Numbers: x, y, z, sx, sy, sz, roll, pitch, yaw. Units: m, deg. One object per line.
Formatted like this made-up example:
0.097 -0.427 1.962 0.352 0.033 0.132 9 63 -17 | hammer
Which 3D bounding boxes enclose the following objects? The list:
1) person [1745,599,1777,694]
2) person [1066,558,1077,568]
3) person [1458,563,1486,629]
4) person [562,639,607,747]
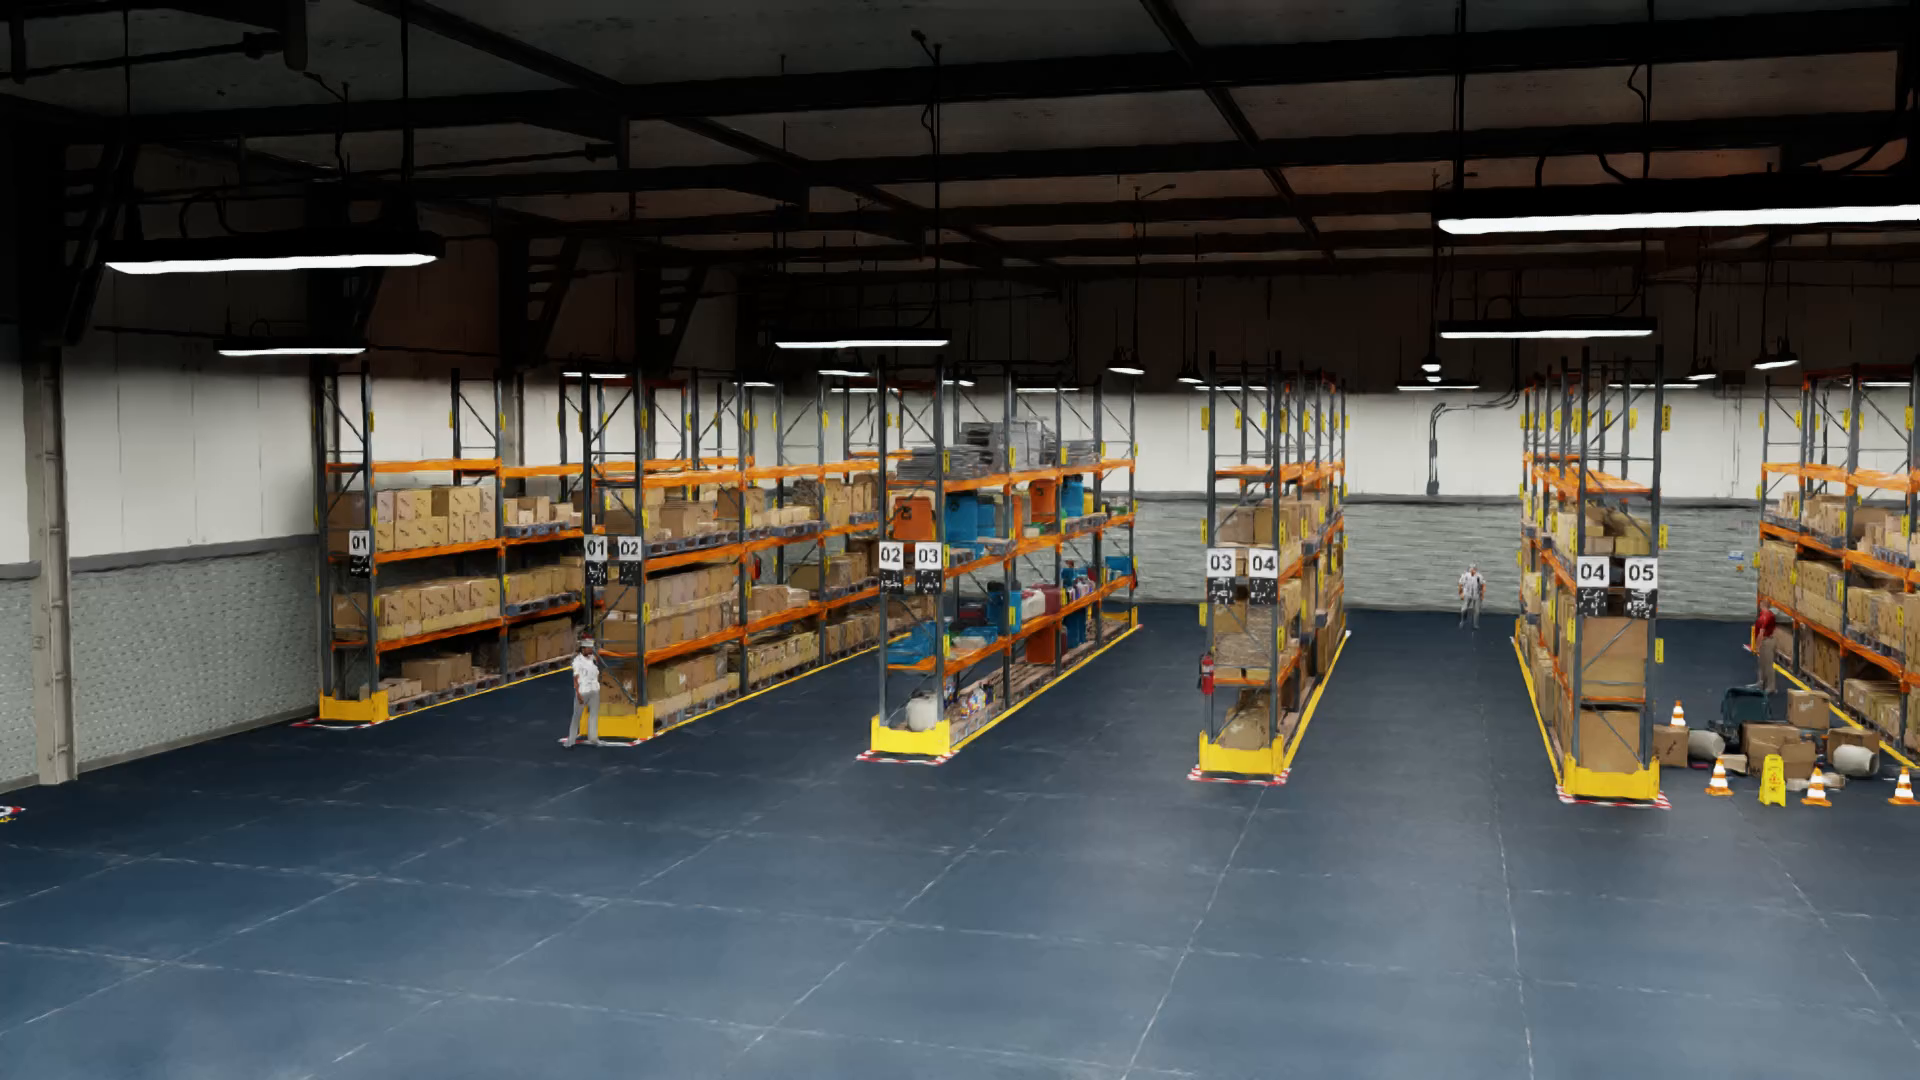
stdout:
14.808 1.940 30.669 0.592 1.712 0.668 3 5 37 | person
2.853 1.230 41.627 0.407 1.581 0.480 -3 5 -38 | person
12.316 1.348 40.013 0.625 1.611 0.582 1 4 14 | person
-5.793 2.345 25.517 0.431 1.675 0.645 4 6 44 | person
